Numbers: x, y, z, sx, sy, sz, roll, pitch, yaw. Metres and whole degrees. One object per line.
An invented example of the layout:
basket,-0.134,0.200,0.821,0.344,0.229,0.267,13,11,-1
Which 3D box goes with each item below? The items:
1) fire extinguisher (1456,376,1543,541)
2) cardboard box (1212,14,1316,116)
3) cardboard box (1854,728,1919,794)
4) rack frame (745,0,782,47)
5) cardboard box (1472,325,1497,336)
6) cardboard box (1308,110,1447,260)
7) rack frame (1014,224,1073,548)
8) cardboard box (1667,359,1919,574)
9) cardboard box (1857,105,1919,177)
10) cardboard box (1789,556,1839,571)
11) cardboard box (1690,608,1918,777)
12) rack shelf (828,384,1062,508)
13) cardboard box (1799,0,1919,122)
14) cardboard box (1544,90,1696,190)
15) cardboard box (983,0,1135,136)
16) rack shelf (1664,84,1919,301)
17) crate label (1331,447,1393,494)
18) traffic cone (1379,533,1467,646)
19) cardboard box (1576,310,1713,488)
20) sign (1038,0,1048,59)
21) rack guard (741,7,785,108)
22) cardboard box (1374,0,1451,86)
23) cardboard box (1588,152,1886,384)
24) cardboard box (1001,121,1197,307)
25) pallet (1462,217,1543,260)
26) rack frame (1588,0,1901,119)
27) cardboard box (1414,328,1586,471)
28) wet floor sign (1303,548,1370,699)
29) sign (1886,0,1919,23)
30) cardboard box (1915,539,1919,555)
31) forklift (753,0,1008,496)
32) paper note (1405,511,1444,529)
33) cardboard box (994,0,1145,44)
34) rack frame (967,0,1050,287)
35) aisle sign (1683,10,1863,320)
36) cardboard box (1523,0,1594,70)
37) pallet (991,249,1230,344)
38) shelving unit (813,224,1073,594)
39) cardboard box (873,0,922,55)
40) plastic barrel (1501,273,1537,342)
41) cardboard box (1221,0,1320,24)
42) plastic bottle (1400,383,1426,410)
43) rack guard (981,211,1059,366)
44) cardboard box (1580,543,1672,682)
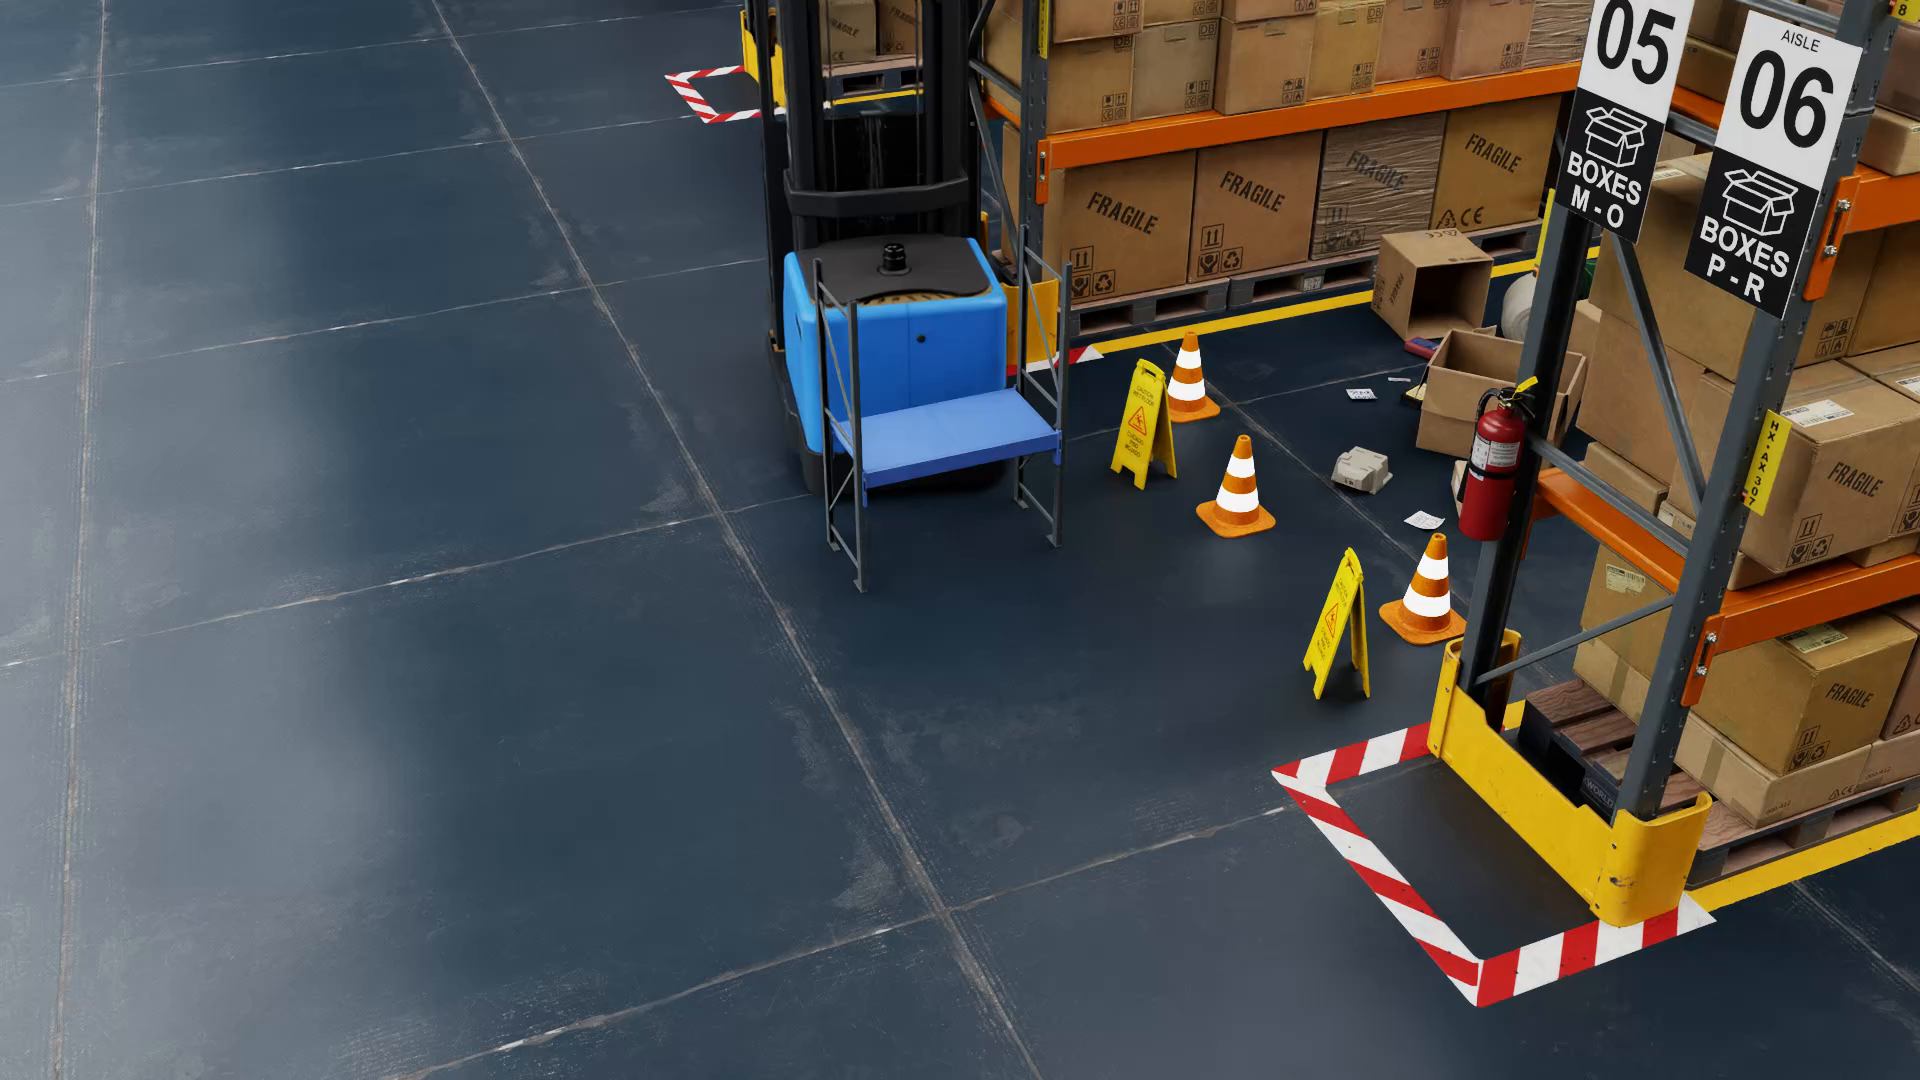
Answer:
fire extinguisher,1.958,-0.320,6.062,0.183,0.674,0.296,-13,35,-19
cardboard box,1.620,-2.959,9.909,0.550,0.550,0.875,-13,35,-19
cardboard box,3.566,0.697,6.565,0.500,0.250,0.500,-12,35,-17
rack frame,-1.595,-5.128,13.381,0.127,3.000,1.000,-13,35,-19
cardboard box,3.048,-1.022,9.577,0.258,0.266,0.396,-7,34,-11
cardboard box,2.484,-2.453,10.832,0.875,0.875,0.875,-13,35,-19
rack frame,0.390,-0.718,7.978,0.032,1.500,0.500,-13,35,-19
cardboard box,2.786,-0.272,5.553,0.500,0.500,0.500,-13,35,-20
cardboard box,2.673,-1.204,4.829,0.250,0.149,0.380,-13,35,-19
cardboard box,2.862,-0.068,5.834,0.250,0.149,0.380,-12,35,-18
cardboard box,3.114,0.481,6.209,0.500,0.500,0.500,-14,36,-21
rack shelf,-0.079,-0.460,7.911,1.000,0.185,0.538,-13,35,-19
cardboard box,2.808,-1.436,4.821,0.500,0.250,0.500,-14,35,-20
cardboard box,4.458,-2.866,11.583,0.750,0.750,1.050,-13,35,-19
cardboard box,0.557,-2.777,9.629,0.550,0.550,0.875,-13,35,-19
rack shelf,4.086,-1.523,5.749,4.000,0.370,1.077,-13,35,-19
crate label,2.096,-0.368,8.690,0.250,0.136,0.298,23,39,30
traffic cone,2.139,0.179,7.550,0.334,0.463,0.336,-13,35,-19
cardboard box,2.635,-0.564,6.003,0.500,0.500,0.500,-14,35,-20
sign,0.441,-2.728,8.826,0.005,0.325,0.100,-13,35,-19
rack guard,-1.525,-4.096,14.087,0.348,0.500,1.175,-13,35,-19
cardboard box,2.543,-3.254,10.363,0.550,0.550,0.875,-13,35,-19
cardboard box,2.628,-0.948,5.675,0.500,0.500,0.700,-14,35,-20
cardboard box,0.832,-2.074,10.251,0.875,0.875,0.875,-13,35,-19
pallet,3.189,-2.167,11.387,1.213,0.211,1.003,-13,35,-19
rack frame,2.242,-2.659,4.086,0.127,3.000,1.000,-13,35,-19
cardboard box,2.881,-0.742,8.929,0.797,0.503,0.637,16,36,23
wet floor sign,1.652,0.344,7.129,0.232,0.644,0.267,-2,33,-2
sign,2.452,-1.496,4.246,0.005,0.325,0.100,-13,35,-19
cardboard box,3.390,-0.113,5.904,0.250,0.149,0.380,-12,35,-18
forklift,-0.550,-2.249,9.018,1.130,2.935,3.031,-6,34,-10
paper note,2.343,-0.101,8.377,0.142,0.019,0.148,-27,42,-35
cardboard box,0.589,-3.187,9.270,0.550,0.550,0.875,-13,35,-19
rack frame,0.232,-2.613,9.515,0.127,3.000,1.000,-13,35,-19
aisle sign,2.304,-1.065,4.753,0.004,0.787,0.394,-13,35,-19
cardboard box,3.585,-3.436,10.643,0.550,0.550,0.875,-13,35,-19
pallet,0.939,-1.652,10.595,1.213,0.211,1.003,-13,35,-19
shelving unit,-0.079,-0.611,7.813,1.048,1.500,0.538,-13,35,-19
cardboard box,-0.475,-4.523,14.358,0.500,0.500,0.500,-4,33,-6
plastic barrel,3.468,-1.366,9.962,0.421,0.421,0.512,10,34,14
cardboard box,1.630,-3.399,9.596,0.550,0.550,0.875,-13,35,-19
plastic bottle,2.644,-0.832,9.473,0.283,0.061,0.133,-27,42,-35
rack guard,0.210,-1.560,10.189,0.348,0.500,1.175,-13,35,-19
cardboard box,2.879,0.217,6.614,0.500,0.500,0.500,-13,35,-19
